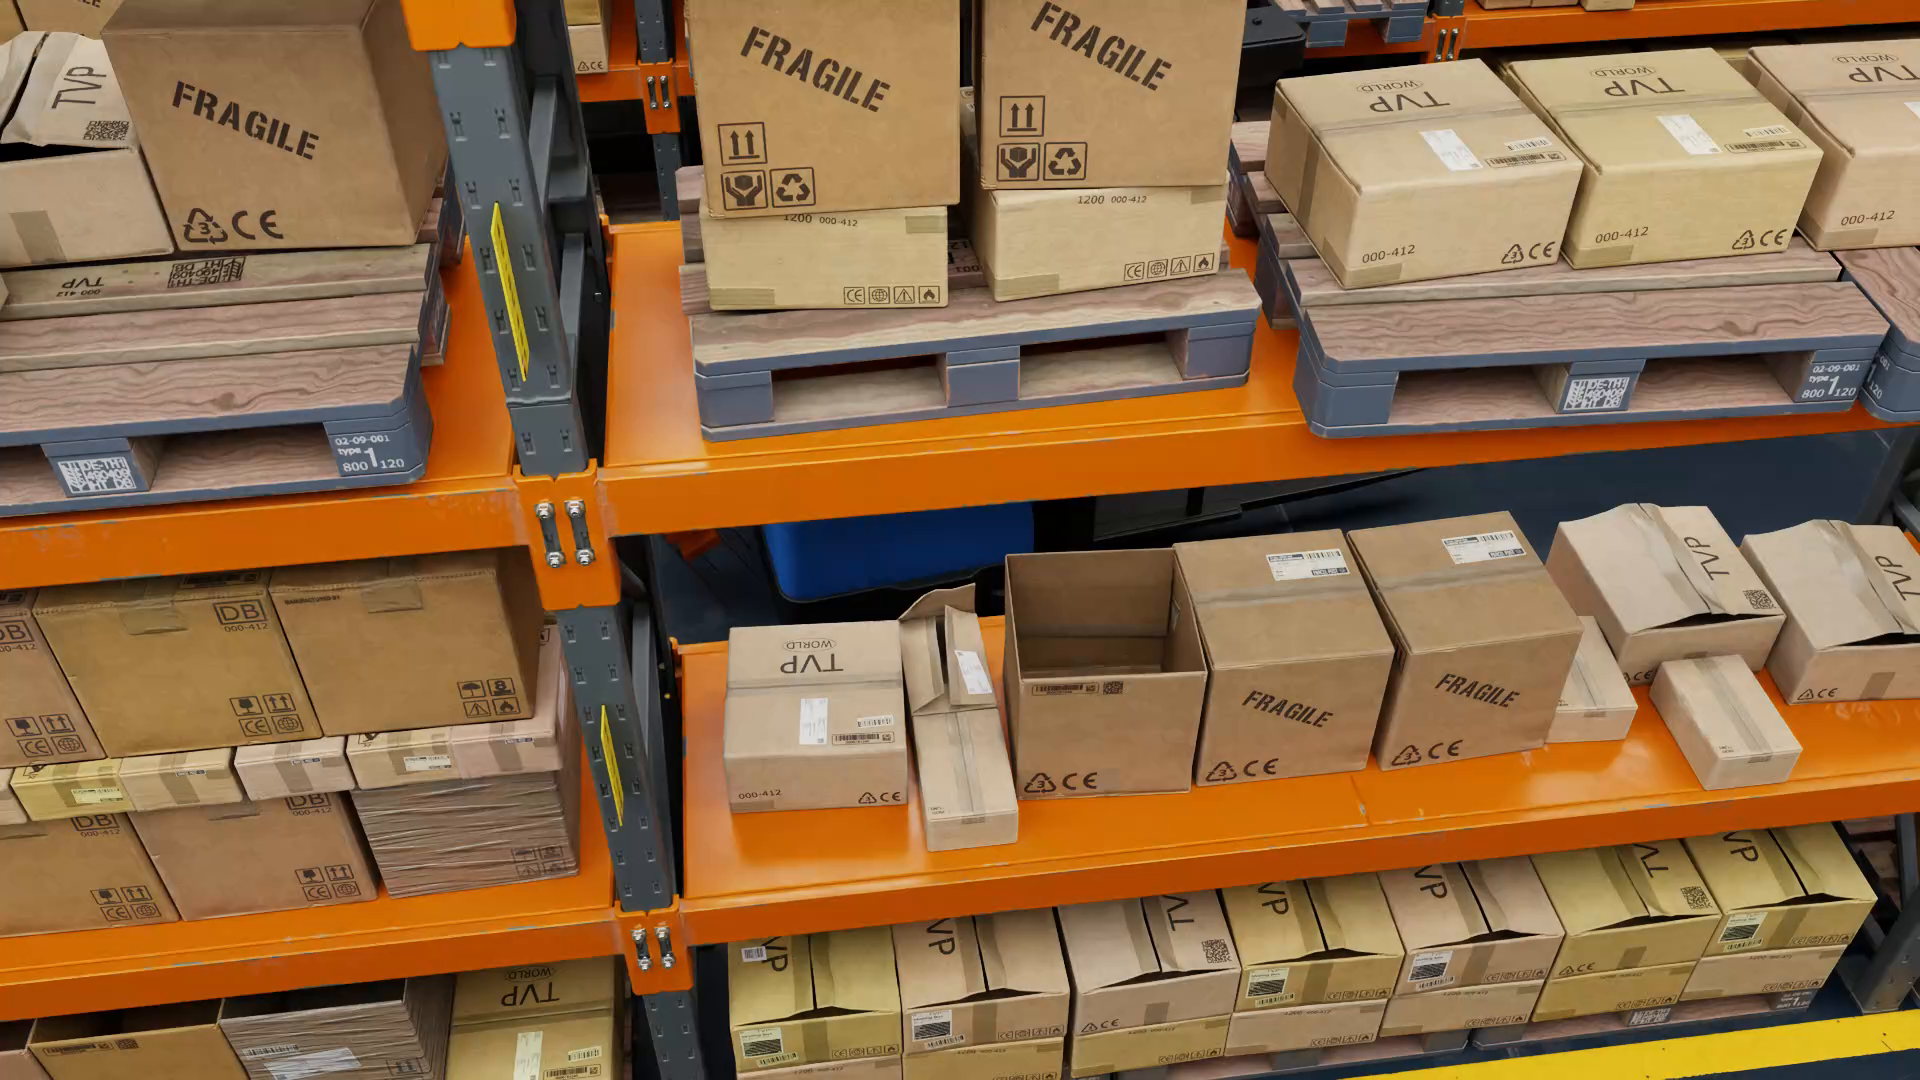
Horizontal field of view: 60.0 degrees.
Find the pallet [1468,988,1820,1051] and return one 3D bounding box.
[{"bbox_3d":[2.251,1.251,5.920,1.213,0.211,1.003,-5,42,-6],"label":"pallet"}]

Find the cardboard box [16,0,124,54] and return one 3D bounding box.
[{"bbox_3d":[-3.989,-2.574,7.616,0.500,0.500,0.500,-6,42,-7],"label":"cardboard box"}]

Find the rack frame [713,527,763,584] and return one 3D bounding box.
[{"bbox_3d":[-1.136,-0.238,6.801,0.006,1.200,0.240,-30,44,6],"label":"rack frame"}]

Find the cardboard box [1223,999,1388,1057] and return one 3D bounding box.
[{"bbox_3d":[1.063,1.378,5.437,0.500,0.250,0.500,-4,42,-5],"label":"cardboard box"}]

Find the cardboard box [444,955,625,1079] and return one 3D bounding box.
[{"bbox_3d":[-1.325,1.568,5.227,0.500,0.250,0.500,-5,42,-6],"label":"cardboard box"}]

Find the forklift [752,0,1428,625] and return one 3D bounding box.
[{"bbox_3d":[0.600,-1.203,6.611,3.031,2.935,1.130,-11,43,-12],"label":"forklift"}]

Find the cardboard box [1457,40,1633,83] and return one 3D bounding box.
[{"bbox_3d":[3.172,-2.454,9.237,0.750,0.750,0.750,-6,42,-6],"label":"cardboard box"}]

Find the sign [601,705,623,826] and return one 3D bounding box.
[{"bbox_3d":[-0.821,0.535,3.927,0.005,0.325,0.100,-5,42,-6],"label":"sign"}]

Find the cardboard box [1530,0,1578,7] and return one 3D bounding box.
[{"bbox_3d":[3.034,-2.924,8.640,0.250,0.149,0.380,-4,42,-5],"label":"cardboard box"}]

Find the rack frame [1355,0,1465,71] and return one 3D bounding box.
[{"bbox_3d":[2.426,-3.119,8.684,0.127,3.000,1.000,-5,42,-6],"label":"rack frame"}]

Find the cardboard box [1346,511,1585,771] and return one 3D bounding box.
[{"bbox_3d":[1.411,0.290,4.830,0.500,0.500,0.500,-7,43,-8],"label":"cardboard box"}]

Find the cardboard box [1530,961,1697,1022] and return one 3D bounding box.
[{"bbox_3d":[2.072,1.290,5.535,0.500,0.250,0.500,-5,42,-6],"label":"cardboard box"}]

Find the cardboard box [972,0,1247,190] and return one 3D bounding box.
[{"bbox_3d":[0.284,-1.067,3.408,0.500,0.500,0.500,-1,42,-1],"label":"cardboard box"}]

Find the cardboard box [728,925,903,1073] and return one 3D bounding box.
[{"bbox_3d":[-0.452,1.304,5.101,0.500,0.311,0.500,-5,42,-5],"label":"cardboard box"}]

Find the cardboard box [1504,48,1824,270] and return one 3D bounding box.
[{"bbox_3d":[1.544,-0.867,3.746,0.500,0.250,0.500,-6,42,-6],"label":"cardboard box"}]

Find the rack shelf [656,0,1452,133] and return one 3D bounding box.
[{"bbox_3d":[0.443,-2.679,8.732,4.000,0.370,1.077,-5,42,-6],"label":"rack shelf"}]

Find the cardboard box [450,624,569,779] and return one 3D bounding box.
[{"bbox_3d":[-1.136,0.405,4.217,0.250,0.149,0.380,-5,42,-6],"label":"cardboard box"}]

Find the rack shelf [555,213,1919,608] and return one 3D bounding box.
[{"bbox_3d":[1.089,-0.503,4.081,4.000,0.370,1.077,-5,42,-6],"label":"rack shelf"}]

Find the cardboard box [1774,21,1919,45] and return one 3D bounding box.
[{"bbox_3d":[4.884,-2.602,9.402,0.750,0.750,0.750,-4,42,-4],"label":"cardboard box"}]

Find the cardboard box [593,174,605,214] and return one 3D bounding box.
[{"bbox_3d":[-2.067,-1.817,9.027,0.250,0.166,0.380,-10,43,-11],"label":"cardboard box"}]

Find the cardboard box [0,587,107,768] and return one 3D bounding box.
[{"bbox_3d":[-2.331,0.129,4.039,0.500,0.500,0.700,-5,42,-6],"label":"cardboard box"}]

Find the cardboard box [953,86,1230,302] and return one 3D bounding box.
[{"bbox_3d":[0.262,-0.793,3.664,0.500,0.250,0.500,-9,43,-10],"label":"cardboard box"}]

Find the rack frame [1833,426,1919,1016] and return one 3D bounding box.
[{"bbox_3d":[3.072,0.170,5.037,0.127,3.000,1.000,-5,42,-6],"label":"rack frame"}]

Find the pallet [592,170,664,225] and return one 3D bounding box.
[{"bbox_3d":[-2.201,-1.655,9.142,1.213,0.211,1.003,-5,42,-6],"label":"pallet"}]

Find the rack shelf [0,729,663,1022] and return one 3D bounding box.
[{"bbox_3d":[-2.877,0.958,4.700,4.000,0.370,1.077,-5,42,-6],"label":"rack shelf"}]

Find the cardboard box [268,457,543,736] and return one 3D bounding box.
[{"bbox_3d":[-1.333,0.041,4.136,0.500,0.500,0.700,-5,42,-5],"label":"cardboard box"}]

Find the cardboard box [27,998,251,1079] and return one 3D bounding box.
[{"bbox_3d":[-2.318,1.371,4.885,0.500,0.500,0.500,-5,42,-6],"label":"cardboard box"}]

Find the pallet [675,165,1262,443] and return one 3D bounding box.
[{"bbox_3d":[-0.021,-0.610,3.806,1.217,0.209,0.805,-7,42,-7],"label":"pallet"}]

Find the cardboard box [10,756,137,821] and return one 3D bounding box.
[{"bbox_3d":[-2.145,0.493,4.120,0.250,0.149,0.380,-5,42,-6],"label":"cardboard box"}]

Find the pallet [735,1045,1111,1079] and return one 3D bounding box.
[{"bbox_3d":[-0.169,1.463,5.685,1.213,0.211,1.003,-5,42,-6],"label":"pallet"}]

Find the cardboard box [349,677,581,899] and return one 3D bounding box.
[{"bbox_3d":[-1.333,0.523,4.571,0.500,0.500,0.700,-6,42,-7],"label":"cardboard box"}]

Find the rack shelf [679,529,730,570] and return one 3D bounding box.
[{"bbox_3d":[-1.094,-0.027,7.009,0.180,0.103,0.258,-30,44,6],"label":"rack shelf"}]

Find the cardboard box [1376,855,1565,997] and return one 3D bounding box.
[{"bbox_3d":[1.569,1.128,5.296,0.500,0.311,0.500,-5,42,-6],"label":"cardboard box"}]

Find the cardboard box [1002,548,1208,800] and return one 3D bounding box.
[{"bbox_3d":[0.392,0.379,4.731,0.500,0.500,0.500,-2,42,-2],"label":"cardboard box"}]

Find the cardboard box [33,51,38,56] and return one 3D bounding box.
[{"bbox_3d":[-4.468,-2.262,7.831,0.500,0.250,0.500,-6,42,-7],"label":"cardboard box"}]

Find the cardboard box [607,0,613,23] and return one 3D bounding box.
[{"bbox_3d":[-2.034,-2.825,8.455,0.500,0.250,0.500,-5,42,-5],"label":"cardboard box"}]

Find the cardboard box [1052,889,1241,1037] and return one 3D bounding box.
[{"bbox_3d":[0.558,1.218,5.196,0.500,0.311,0.500,-6,42,-7],"label":"cardboard box"}]

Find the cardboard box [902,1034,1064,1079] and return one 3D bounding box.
[{"bbox_3d":[0.045,1.469,5.337,0.500,0.250,0.500,-4,42,-4],"label":"cardboard box"}]

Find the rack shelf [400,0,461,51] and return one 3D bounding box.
[{"bbox_3d":[-2.877,-1.121,2.825,4.000,0.370,1.077,-5,42,-6],"label":"rack shelf"}]

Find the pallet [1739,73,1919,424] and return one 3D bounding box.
[{"bbox_3d":[2.411,-0.755,3.964,1.003,0.211,1.213,-3,42,-4],"label":"pallet"}]

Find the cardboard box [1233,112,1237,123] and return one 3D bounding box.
[{"bbox_3d":[1.193,-2.290,9.302,0.500,0.500,0.700,-5,42,-6],"label":"cardboard box"}]

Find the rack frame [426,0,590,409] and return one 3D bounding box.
[{"bbox_3d":[-0.894,-1.710,2.642,0.127,3.000,1.000,-5,42,-6],"label":"rack frame"}]

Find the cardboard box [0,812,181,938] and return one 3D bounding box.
[{"bbox_3d":[-2.353,0.614,4.470,0.500,0.500,0.700,-4,42,-5],"label":"cardboard box"}]

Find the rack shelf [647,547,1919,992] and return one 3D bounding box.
[{"bbox_3d":[1.089,0.611,5.085,4.000,0.370,1.077,-5,42,-6],"label":"rack shelf"}]

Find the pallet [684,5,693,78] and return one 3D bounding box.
[{"bbox_3d":[-0.763,-2.670,8.329,1.213,0.211,1.003,-5,42,-6],"label":"pallet"}]

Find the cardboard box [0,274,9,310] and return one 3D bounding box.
[{"bbox_3d":[-2.055,-0.425,3.226,0.250,0.149,0.380,-5,42,-6],"label":"cardboard box"}]

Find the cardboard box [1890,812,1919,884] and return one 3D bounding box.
[{"bbox_3d":[3.561,1.085,5.560,0.500,0.500,0.500,-3,42,-4],"label":"cardboard box"}]

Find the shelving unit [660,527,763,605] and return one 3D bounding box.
[{"bbox_3d":[-1.214,-0.192,6.810,0.189,1.200,0.258,-30,44,6],"label":"shelving unit"}]

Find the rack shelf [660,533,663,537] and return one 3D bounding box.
[{"bbox_3d":[-1.196,-0.167,6.841,0.180,0.103,0.258,-30,44,6],"label":"rack shelf"}]

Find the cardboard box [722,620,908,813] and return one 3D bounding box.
[{"bbox_3d":[-0.412,0.502,4.782,0.500,0.250,0.500,-3,42,-3],"label":"cardboard box"}]

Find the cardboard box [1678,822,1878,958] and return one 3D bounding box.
[{"bbox_3d":[2.585,1.036,5.398,0.500,0.311,0.500,-4,42,-4],"label":"cardboard box"}]

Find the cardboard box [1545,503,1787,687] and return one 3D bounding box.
[{"bbox_3d":[2.160,0.152,5.123,0.500,0.311,0.500,-5,42,-6],"label":"cardboard box"}]

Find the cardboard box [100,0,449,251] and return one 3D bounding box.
[{"bbox_3d":[-1.428,-0.973,3.572,0.500,0.500,0.500,-2,42,-2],"label":"cardboard box"}]

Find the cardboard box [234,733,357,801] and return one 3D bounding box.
[{"bbox_3d":[-1.641,0.450,4.168,0.250,0.149,0.380,-6,42,-7],"label":"cardboard box"}]

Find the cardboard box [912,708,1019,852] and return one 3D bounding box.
[{"bbox_3d":[0.011,0.670,4.671,0.250,0.149,0.380,-5,42,-6],"label":"cardboard box"}]
